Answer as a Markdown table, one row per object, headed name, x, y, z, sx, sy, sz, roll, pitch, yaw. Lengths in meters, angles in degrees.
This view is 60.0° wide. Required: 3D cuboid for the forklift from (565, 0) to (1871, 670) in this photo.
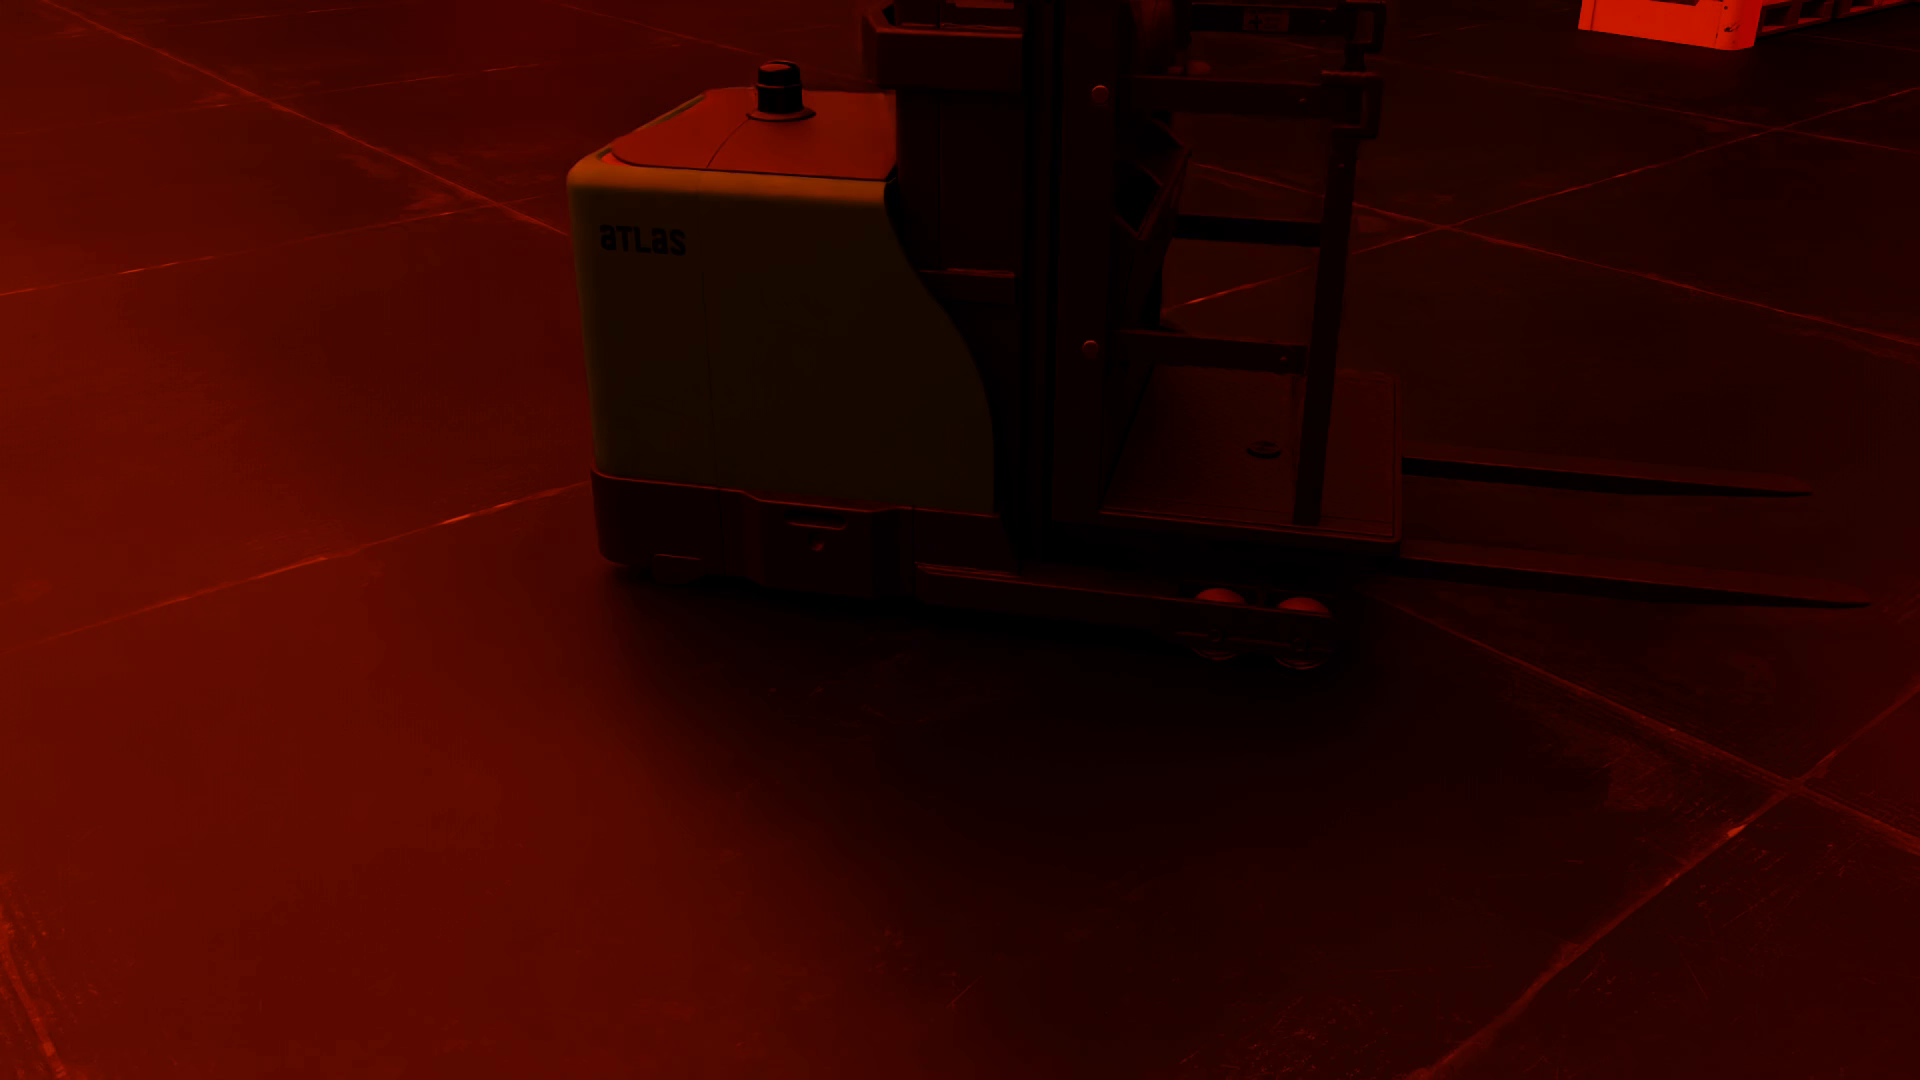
| name | x | y | z | sx | sy | sz | roll | pitch | yaw |
| --- | --- | --- | --- | --- | --- | --- | --- | --- | --- |
| forklift | 0.638 | -1.269 | 3.762 | 3.031 | 2.935 | 1.130 | 6 | 27 | 12 |
